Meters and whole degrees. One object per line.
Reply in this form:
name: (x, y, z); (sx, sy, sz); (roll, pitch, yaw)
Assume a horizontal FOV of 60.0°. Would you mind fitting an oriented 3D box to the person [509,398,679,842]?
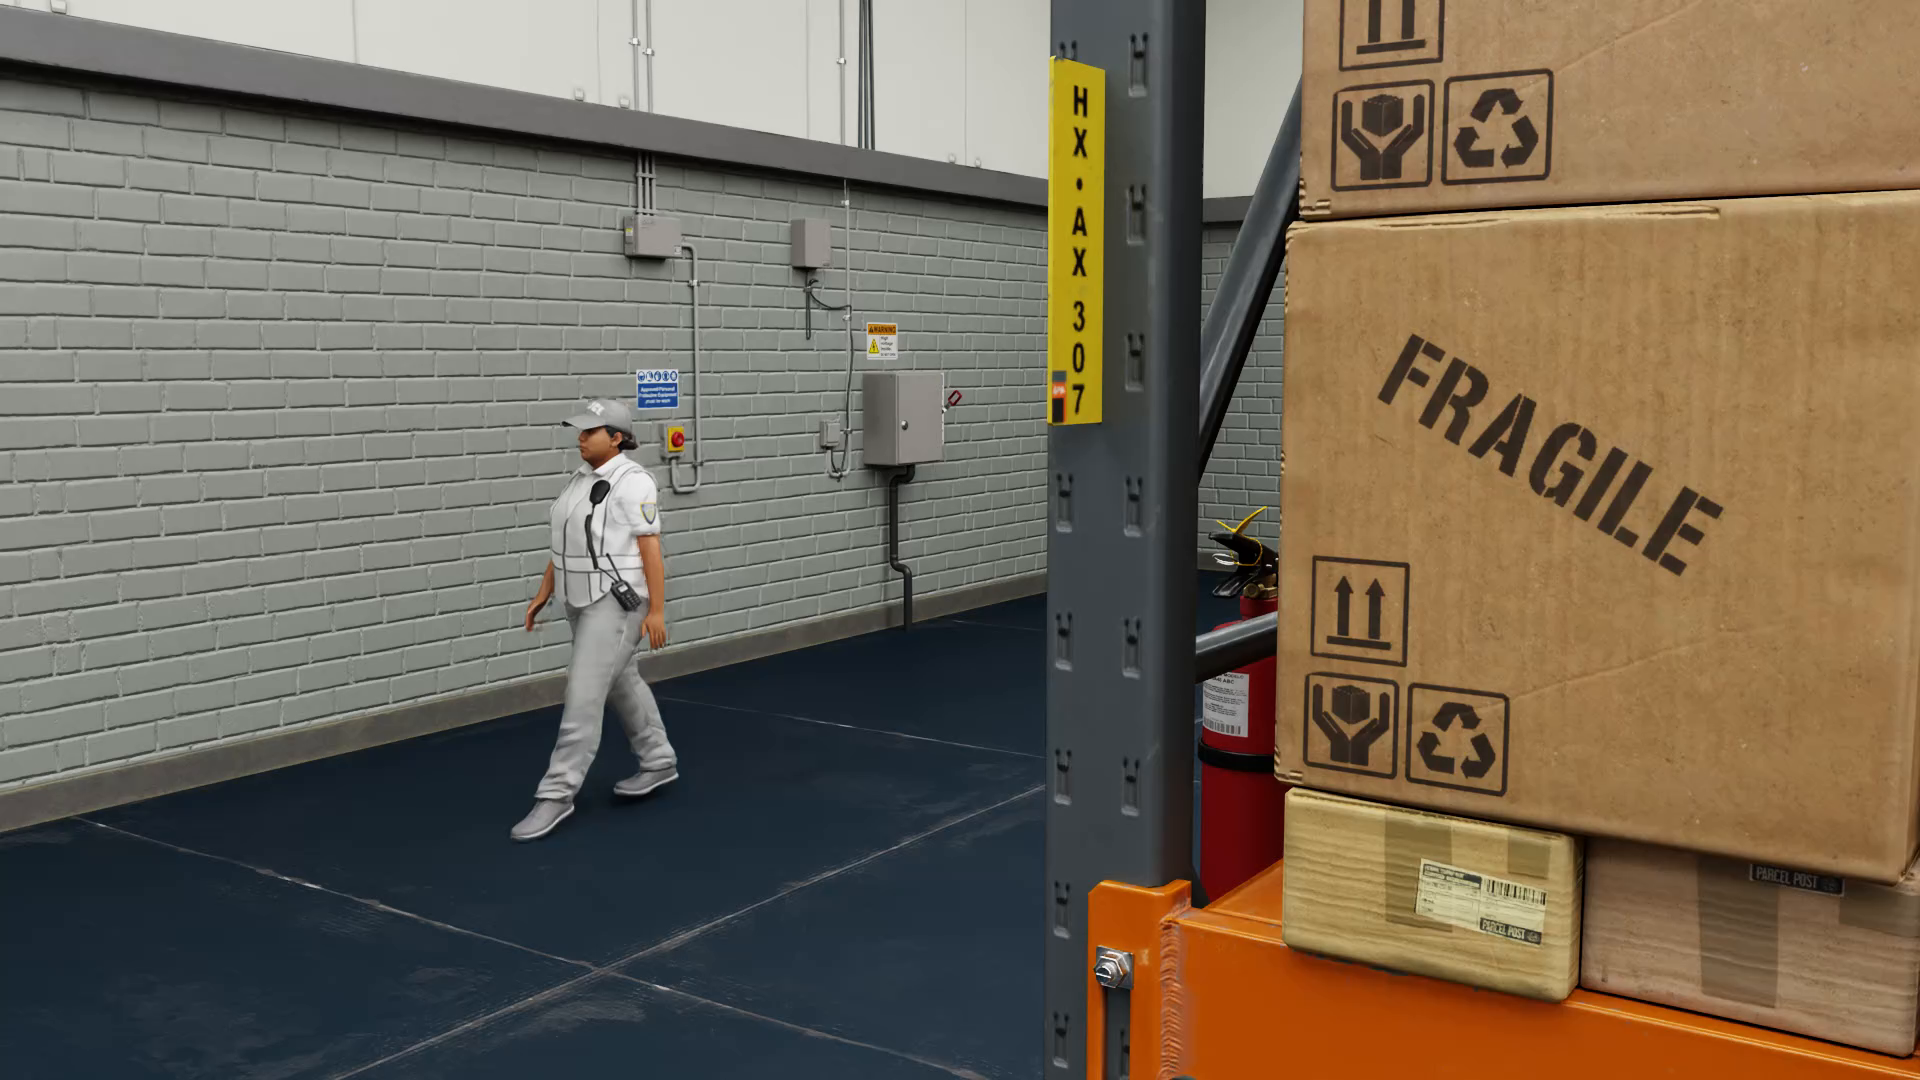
person: (-1.485, 0.268, 6.583); (0.865, 1.649, 0.512); (-6, 9, -42)
